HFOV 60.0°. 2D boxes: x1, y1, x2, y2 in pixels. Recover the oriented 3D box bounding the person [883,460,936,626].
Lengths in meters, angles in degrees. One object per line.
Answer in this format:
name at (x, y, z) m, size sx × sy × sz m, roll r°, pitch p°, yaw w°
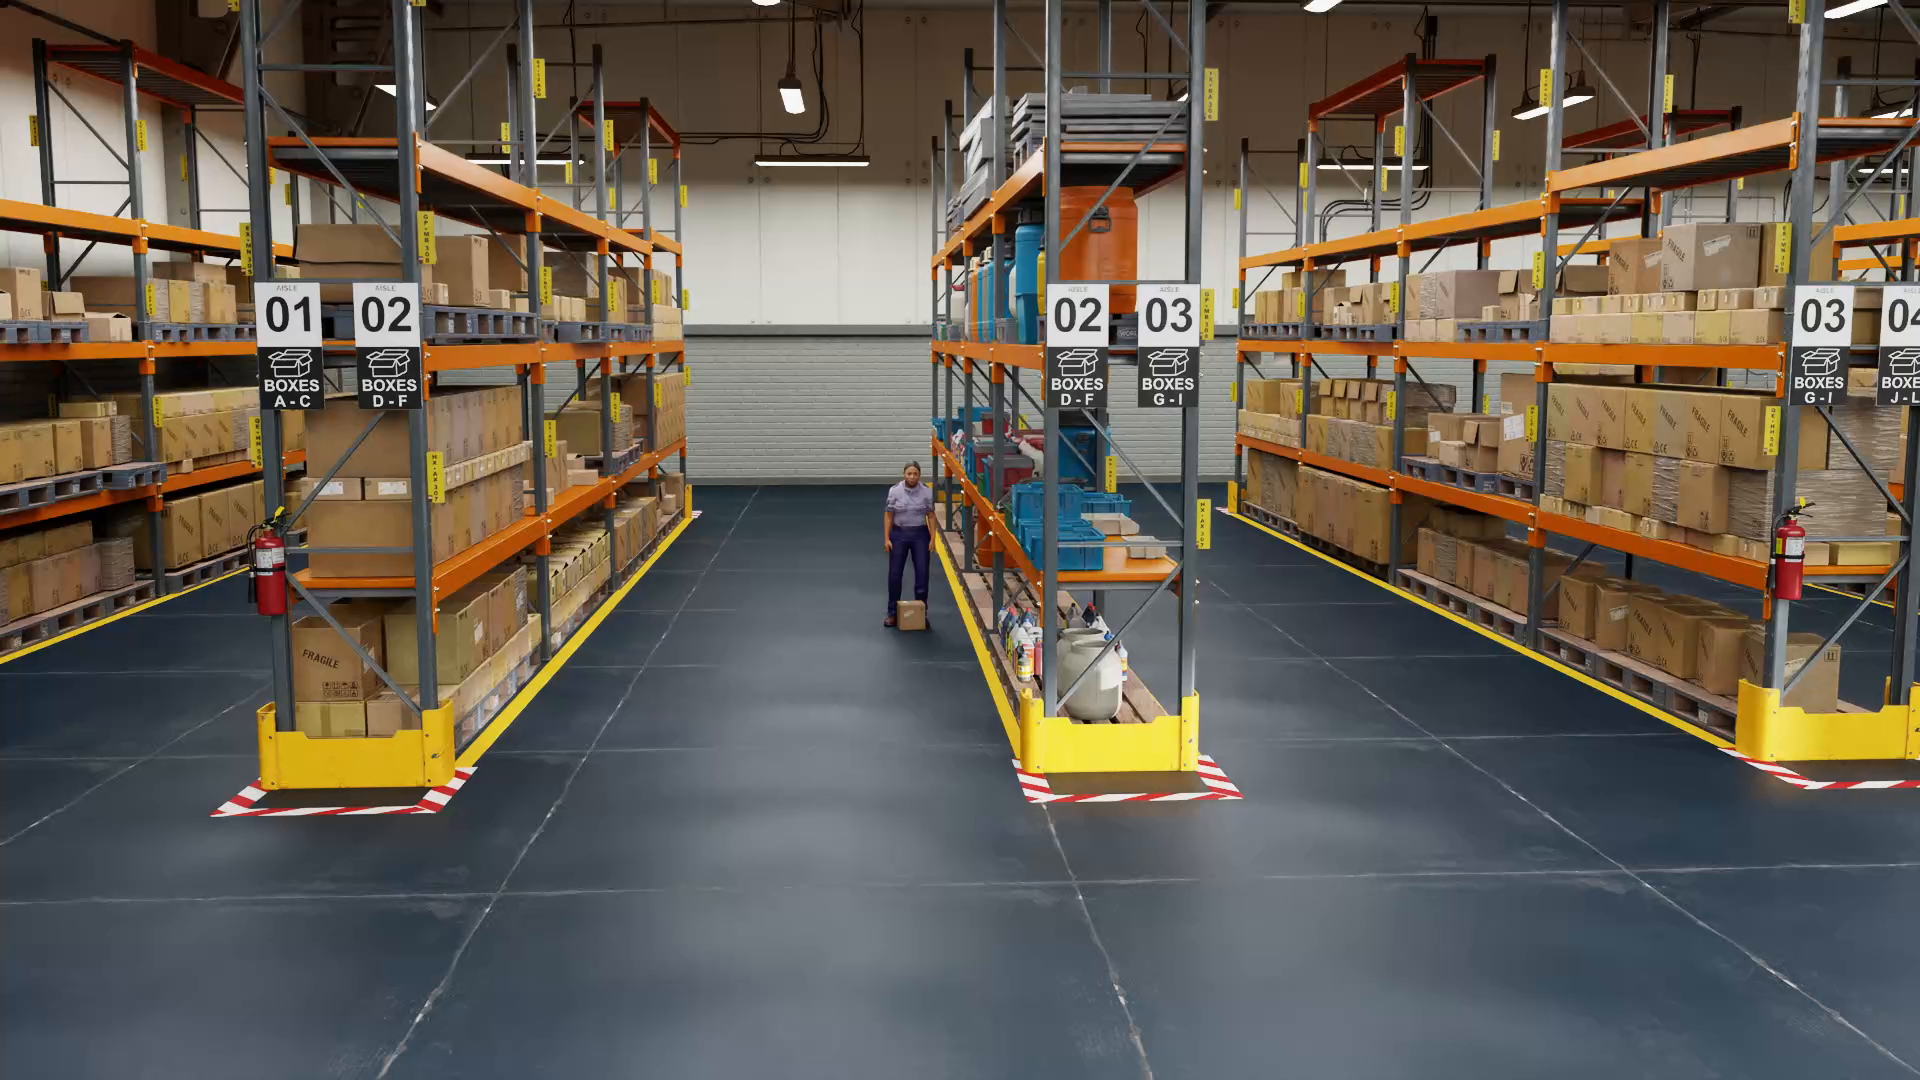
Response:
person at (-0.502, 0.025, 16.595) m, size 0.537 × 1.647 × 0.419 m, roll 0°, pitch 7°, yaw -4°
